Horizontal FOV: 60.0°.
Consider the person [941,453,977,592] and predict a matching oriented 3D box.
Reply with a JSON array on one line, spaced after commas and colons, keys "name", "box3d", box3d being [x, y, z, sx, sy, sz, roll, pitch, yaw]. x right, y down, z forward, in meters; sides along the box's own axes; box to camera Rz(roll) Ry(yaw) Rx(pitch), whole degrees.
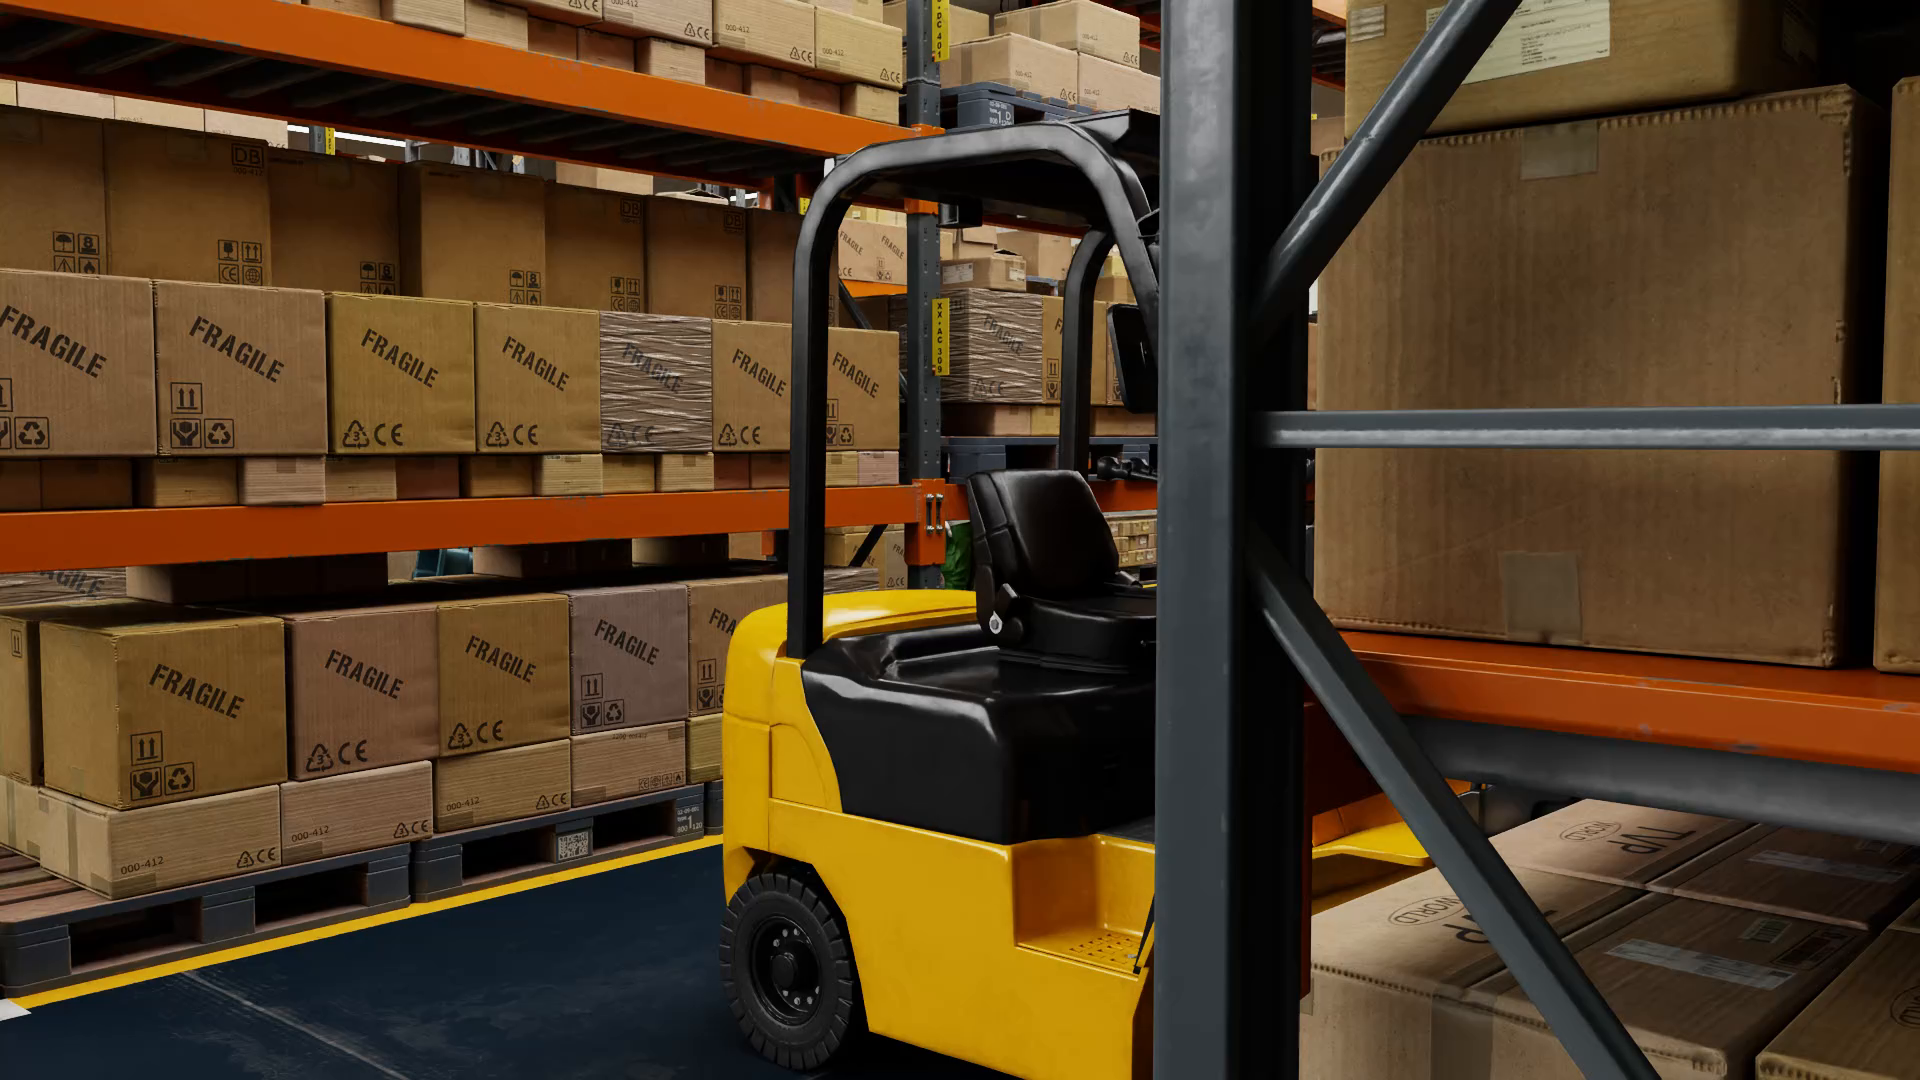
[{"name": "person", "box3d": [0.079, -0.080, 11.130, 0.562, 1.789, 0.638, 3, 5, 41]}]
